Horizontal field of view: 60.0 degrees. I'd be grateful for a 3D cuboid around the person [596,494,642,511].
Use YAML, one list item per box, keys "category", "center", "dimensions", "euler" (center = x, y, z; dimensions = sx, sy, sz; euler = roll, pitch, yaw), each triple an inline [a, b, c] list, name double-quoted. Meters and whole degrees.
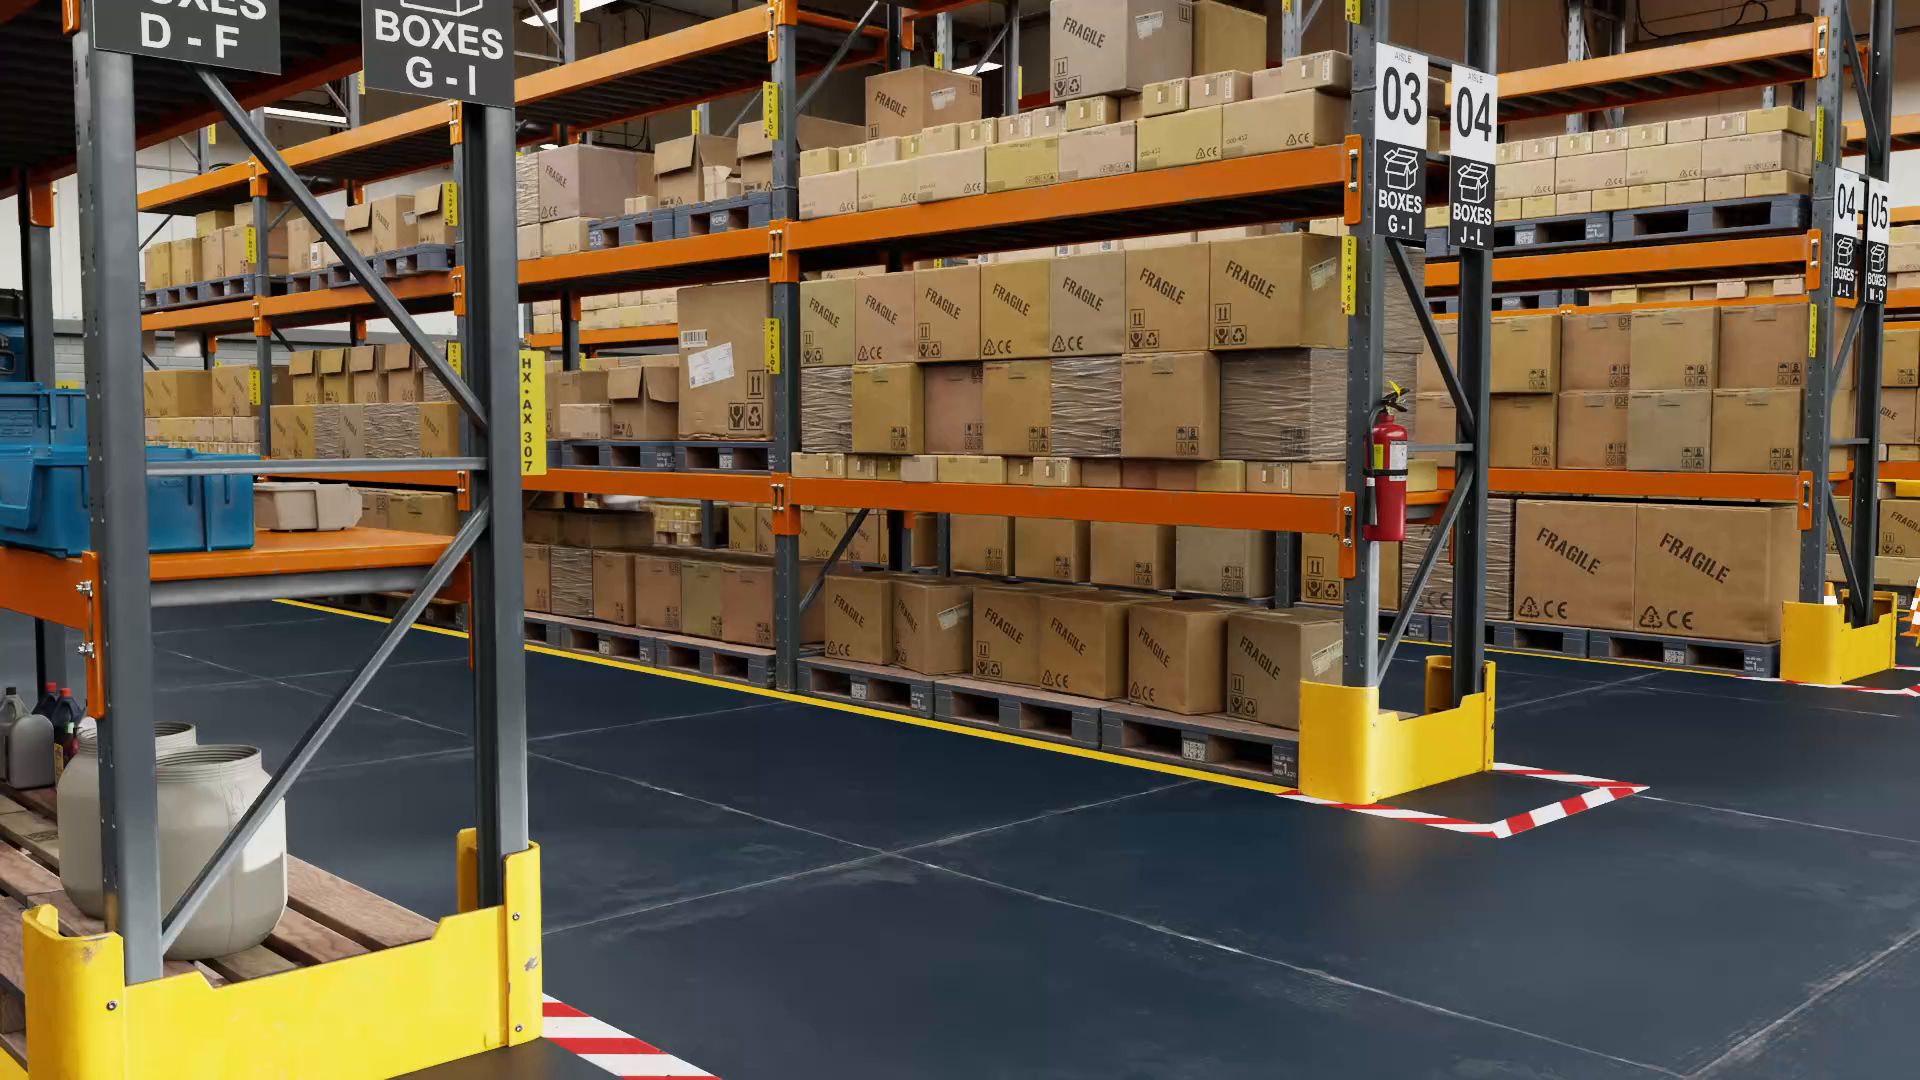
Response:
- category: "person"
  center: [-3.301, -0.381, 15.966]
  dimensions: [0.567, 1.725, 0.936]
  euler: [-2, 4, -29]
